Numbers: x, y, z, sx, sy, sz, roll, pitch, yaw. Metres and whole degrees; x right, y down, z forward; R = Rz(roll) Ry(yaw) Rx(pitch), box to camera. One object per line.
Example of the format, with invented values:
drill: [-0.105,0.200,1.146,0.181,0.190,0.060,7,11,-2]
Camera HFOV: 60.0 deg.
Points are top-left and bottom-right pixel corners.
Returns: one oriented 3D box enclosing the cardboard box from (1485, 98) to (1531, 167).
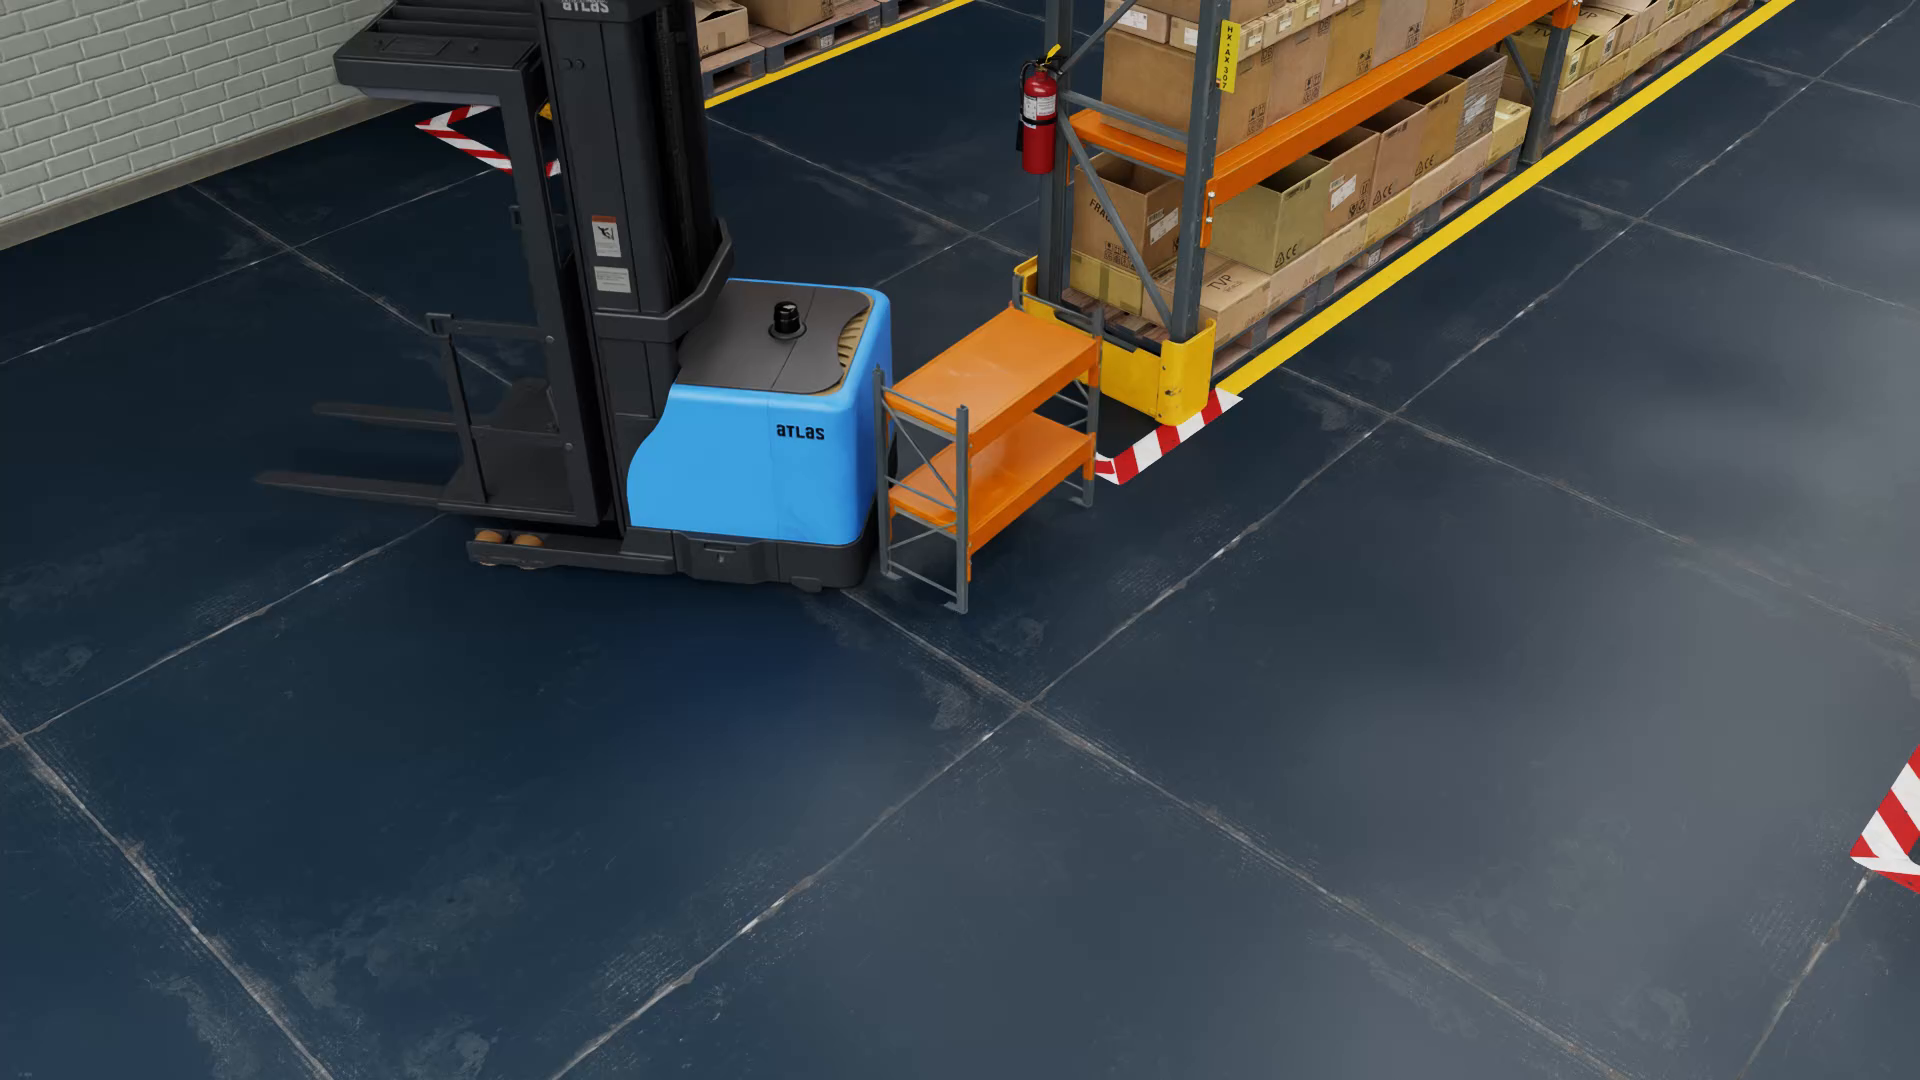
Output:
cardboard box: [3.377,-2.716,10.911,0.500,0.250,0.500,30,47,32]

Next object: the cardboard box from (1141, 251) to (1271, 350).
cardboard box: [1.356,-1.336,9.175,0.500,0.250,0.500,30,47,32]

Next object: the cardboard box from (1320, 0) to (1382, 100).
cardboard box: [1.845,-2.812,9.080,0.700,0.500,0.500,30,47,32]

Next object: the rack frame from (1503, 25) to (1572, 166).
rack frame: [3.529,-3.933,10.569,1.000,3.000,0.127,30,47,32]

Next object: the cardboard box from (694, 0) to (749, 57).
cardboard box: [-1.911,-3.835,12.253,0.500,0.311,0.500,-30,47,-32]

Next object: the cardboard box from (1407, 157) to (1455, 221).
cardboard box: [2.706,-2.254,10.330,0.500,0.250,0.500,30,47,32]

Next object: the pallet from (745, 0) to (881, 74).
pallet: [-1.380,-4.033,12.936,1.003,0.211,1.213,30,47,32]

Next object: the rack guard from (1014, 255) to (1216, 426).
rack guard: [0.814,-1.105,9.022,1.175,0.500,0.348,30,47,32]

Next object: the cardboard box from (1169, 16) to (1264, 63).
cardboard box: [1.254,-2.478,8.138,0.380,0.149,0.250,29,47,32]

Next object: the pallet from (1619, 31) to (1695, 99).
pallet: [4.820,-3.759,12.591,1.003,0.211,1.213,30,47,32]

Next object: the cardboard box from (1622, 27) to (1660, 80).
cardboard box: [4.677,-3.575,11.992,0.500,0.250,0.500,28,46,31]

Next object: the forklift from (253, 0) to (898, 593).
forklift: [-1.875,-1.326,7.346,3.031,2.935,1.130,5,39,7]

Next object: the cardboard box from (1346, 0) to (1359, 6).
cardboard box: [1.949,-2.953,8.735,0.380,0.149,0.250,28,46,31]

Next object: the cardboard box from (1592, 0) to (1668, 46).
cardboard box: [4.681,-3.792,11.813,0.500,0.311,0.500,28,46,31]

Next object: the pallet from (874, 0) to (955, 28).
pallet: [-0.557,-4.596,13.644,1.003,0.211,1.213,30,47,32]

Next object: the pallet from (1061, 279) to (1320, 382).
pallet: [1.315,-1.372,9.590,1.003,0.211,1.213,30,47,32]

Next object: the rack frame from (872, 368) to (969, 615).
rack frame: [-0.170,-0.200,7.381,0.500,1.125,0.032,26,45,29]

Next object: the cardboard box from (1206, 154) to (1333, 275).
cardboard box: [1.692,-1.860,9.232,0.500,0.500,0.500,30,47,32]

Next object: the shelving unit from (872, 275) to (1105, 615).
shelving unit: [0.141,-0.450,7.696,0.538,1.125,1.048,26,45,29]

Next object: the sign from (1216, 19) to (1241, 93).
sign: [1.236,-2.229,7.667,0.100,0.325,0.005,30,47,32]

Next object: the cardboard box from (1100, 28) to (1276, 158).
cardboard box: [1.155,-2.343,8.490,0.700,0.500,0.500,30,47,32]

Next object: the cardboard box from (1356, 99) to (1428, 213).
cardboard box: [2.370,-2.318,9.807,0.500,0.500,0.500,30,47,32]

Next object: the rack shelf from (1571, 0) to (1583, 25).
rack shelf: [4.878,-4.570,11.948,1.077,0.370,4.000,30,47,32]

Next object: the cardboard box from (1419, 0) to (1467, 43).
cardboard box: [2.542,-3.291,9.682,0.700,0.500,0.500,30,48,32]

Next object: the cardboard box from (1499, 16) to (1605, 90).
cardboard box: [3.991,-3.325,11.227,0.500,0.311,0.500,30,47,32]

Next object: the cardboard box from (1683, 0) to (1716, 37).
cardboard box: [5.366,-4.046,12.584,0.500,0.250,0.500,31,48,33]

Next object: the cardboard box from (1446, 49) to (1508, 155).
cardboard box: [3.031,-2.785,10.395,0.500,0.500,0.500,30,47,32]

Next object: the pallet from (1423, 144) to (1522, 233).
pallet: [2.961,-2.493,11.000,1.003,0.211,1.213,30,47,32]

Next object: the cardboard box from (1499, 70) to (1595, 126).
cardboard box: [3.984,-3.102,11.396,0.500,0.250,0.500,28,47,31]

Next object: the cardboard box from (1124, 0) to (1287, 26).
cardboard box: [1.190,-2.875,8.117,0.700,0.500,0.500,30,47,32]

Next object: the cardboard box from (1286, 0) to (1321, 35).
cardboard box: [1.599,-2.714,8.435,0.380,0.149,0.250,30,47,32]

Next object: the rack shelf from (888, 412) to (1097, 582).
rack shelf: [0.141,-0.259,7.848,0.538,0.278,1.000,26,45,29]

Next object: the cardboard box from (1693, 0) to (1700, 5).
cardboard box: [5.367,-4.262,12.404,0.500,0.311,0.500,29,47,32]

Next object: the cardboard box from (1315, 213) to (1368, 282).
cardboard box: [2.028,-1.797,9.755,0.500,0.250,0.500,30,47,32]
